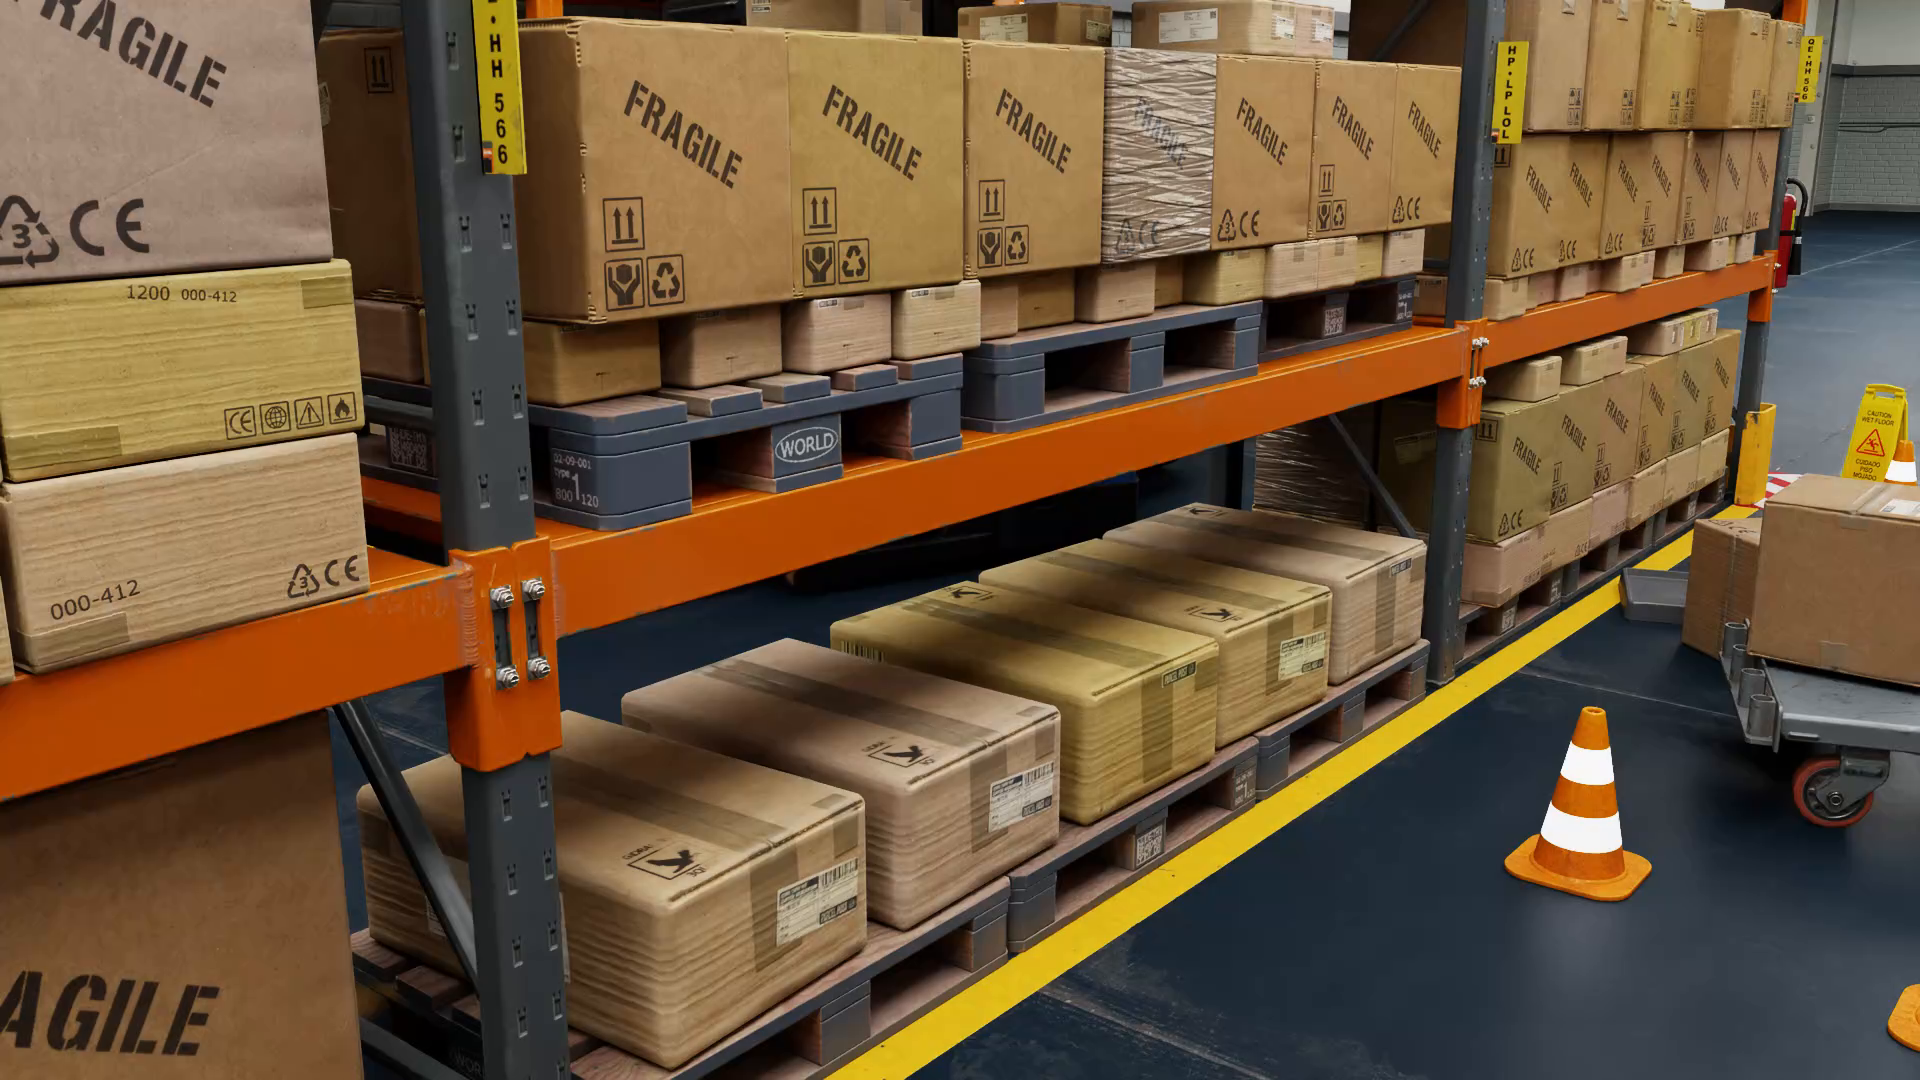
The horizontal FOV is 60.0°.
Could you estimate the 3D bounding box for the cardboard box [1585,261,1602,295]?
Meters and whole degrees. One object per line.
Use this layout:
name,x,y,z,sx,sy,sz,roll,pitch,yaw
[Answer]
cardboard box,2.422,-1.104,6.887,0.380,0.149,0.250,11,18,37

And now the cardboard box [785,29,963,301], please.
cardboard box,-0.342,-0.787,3.468,0.500,0.500,0.500,12,19,40

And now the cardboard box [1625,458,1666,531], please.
cardboard box,2.946,-0.247,7.734,0.500,0.250,0.500,10,18,36

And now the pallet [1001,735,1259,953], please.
pallet,0.133,0.730,4.820,1.003,0.211,1.213,11,18,38

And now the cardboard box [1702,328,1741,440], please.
cardboard box,3.601,-0.812,8.435,0.500,0.500,0.500,11,18,38

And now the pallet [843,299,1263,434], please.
pallet,0.086,-0.532,4.514,1.003,0.211,1.213,11,18,38

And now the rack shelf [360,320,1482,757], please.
rack shelf,0.130,-0.274,4.569,1.077,0.370,4.000,11,18,38

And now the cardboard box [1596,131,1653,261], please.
cardboard box,2.504,-1.433,6.864,0.500,0.500,0.500,11,18,37

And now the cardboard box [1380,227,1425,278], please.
cardboard box,1.279,-0.946,5.412,0.380,0.149,0.250,12,18,38

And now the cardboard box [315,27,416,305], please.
cardboard box,-1.057,-0.766,3.384,0.500,0.500,0.500,11,18,36

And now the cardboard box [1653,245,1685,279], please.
cardboard box,3.083,-1.289,7.616,0.380,0.149,0.250,11,18,37

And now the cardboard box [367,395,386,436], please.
cardboard box,-3.289,-0.576,8.269,0.875,0.625,0.625,11,18,37

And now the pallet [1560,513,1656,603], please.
pallet,2.548,-0.023,7.783,1.003,0.211,1.213,11,18,38

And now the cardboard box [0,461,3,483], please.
cardboard box,-1.553,-0.178,2.021,0.500,0.250,0.500,11,18,36

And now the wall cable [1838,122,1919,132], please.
wall cable,20.635,-10.052,35.724,3.097,2.526,0.112,11,18,38

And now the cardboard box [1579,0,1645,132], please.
cardboard box,2.171,-1.828,6.388,0.700,0.500,0.500,11,18,38

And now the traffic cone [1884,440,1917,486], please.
traffic cone,4.634,-0.260,8.206,0.336,0.463,0.334,11,18,38

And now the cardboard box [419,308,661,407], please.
cardboard box,-0.778,-0.355,3.084,0.380,0.149,0.250,10,17,34

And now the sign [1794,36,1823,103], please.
sign,4.320,-2.396,8.469,0.100,0.325,0.005,11,18,38

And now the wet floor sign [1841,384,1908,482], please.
wet floor sign,4.853,-0.501,8.785,0.232,0.644,0.267,-8,17,-30

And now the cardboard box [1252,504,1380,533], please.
cardboard box,1.550,-0.031,6.885,0.500,0.250,0.500,12,19,40

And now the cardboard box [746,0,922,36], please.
cardboard box,-0.318,-1.307,4.198,0.380,0.149,0.250,10,17,35

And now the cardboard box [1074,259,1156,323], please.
cardboard box,0.276,-0.657,4.273,0.380,0.149,0.250,12,19,39

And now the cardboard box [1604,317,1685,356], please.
cardboard box,3.095,-0.948,7.653,0.380,0.149,0.250,12,19,40

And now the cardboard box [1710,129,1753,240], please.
cardboard box,3.456,-1.722,8.003,0.500,0.500,0.500,11,18,38

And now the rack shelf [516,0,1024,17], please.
rack shelf,-1.219,-3.261,10.236,1.077,0.370,4.000,11,18,38

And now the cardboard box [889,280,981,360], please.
cardboard box,-0.177,-0.498,3.650,0.380,0.149,0.250,11,18,38

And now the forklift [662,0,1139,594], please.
forklift,-0.671,-1.333,7.419,3.031,2.935,1.130,-8,16,-29

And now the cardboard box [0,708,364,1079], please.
cardboard box,-1.625,0.706,2.713,0.875,0.875,0.875,11,18,37

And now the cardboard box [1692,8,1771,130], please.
cardboard box,3.186,-2.108,7.490,0.700,0.500,0.500,11,18,37

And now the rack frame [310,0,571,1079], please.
rack frame,-1.127,-0.239,2.973,1.000,3.000,0.127,11,18,38

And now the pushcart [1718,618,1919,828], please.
pushcart,3.192,0.609,4.960,1.648,0.377,0.936,5,15,18

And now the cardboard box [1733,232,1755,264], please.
cardboard box,3.760,-1.479,8.364,0.380,0.149,0.250,11,18,37

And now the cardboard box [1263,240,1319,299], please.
cardboard box,0.808,-0.794,4.813,0.380,0.149,0.250,11,18,38

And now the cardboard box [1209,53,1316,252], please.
cardboard box,0.636,-1.085,4.640,0.500,0.500,0.500,12,19,39

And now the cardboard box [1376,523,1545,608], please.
cardboard box,1.968,0.053,6.555,0.500,0.250,0.500,10,17,35

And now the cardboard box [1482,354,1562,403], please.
cardboard box,2.093,-0.640,6.441,0.380,0.149,0.250,12,18,38

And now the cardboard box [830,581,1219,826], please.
cardboard box,0.175,0.437,4.794,0.950,0.372,0.625,12,19,39

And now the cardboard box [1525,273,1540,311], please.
cardboard box,1.953,-0.951,6.283,0.380,0.149,0.250,12,19,39

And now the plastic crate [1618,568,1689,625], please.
plastic crate,3.012,0.236,7.032,0.402,0.080,0.583,5,15,18

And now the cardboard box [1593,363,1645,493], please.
cardboard box,2.623,-0.514,7.264,0.500,0.500,0.500,12,19,40
